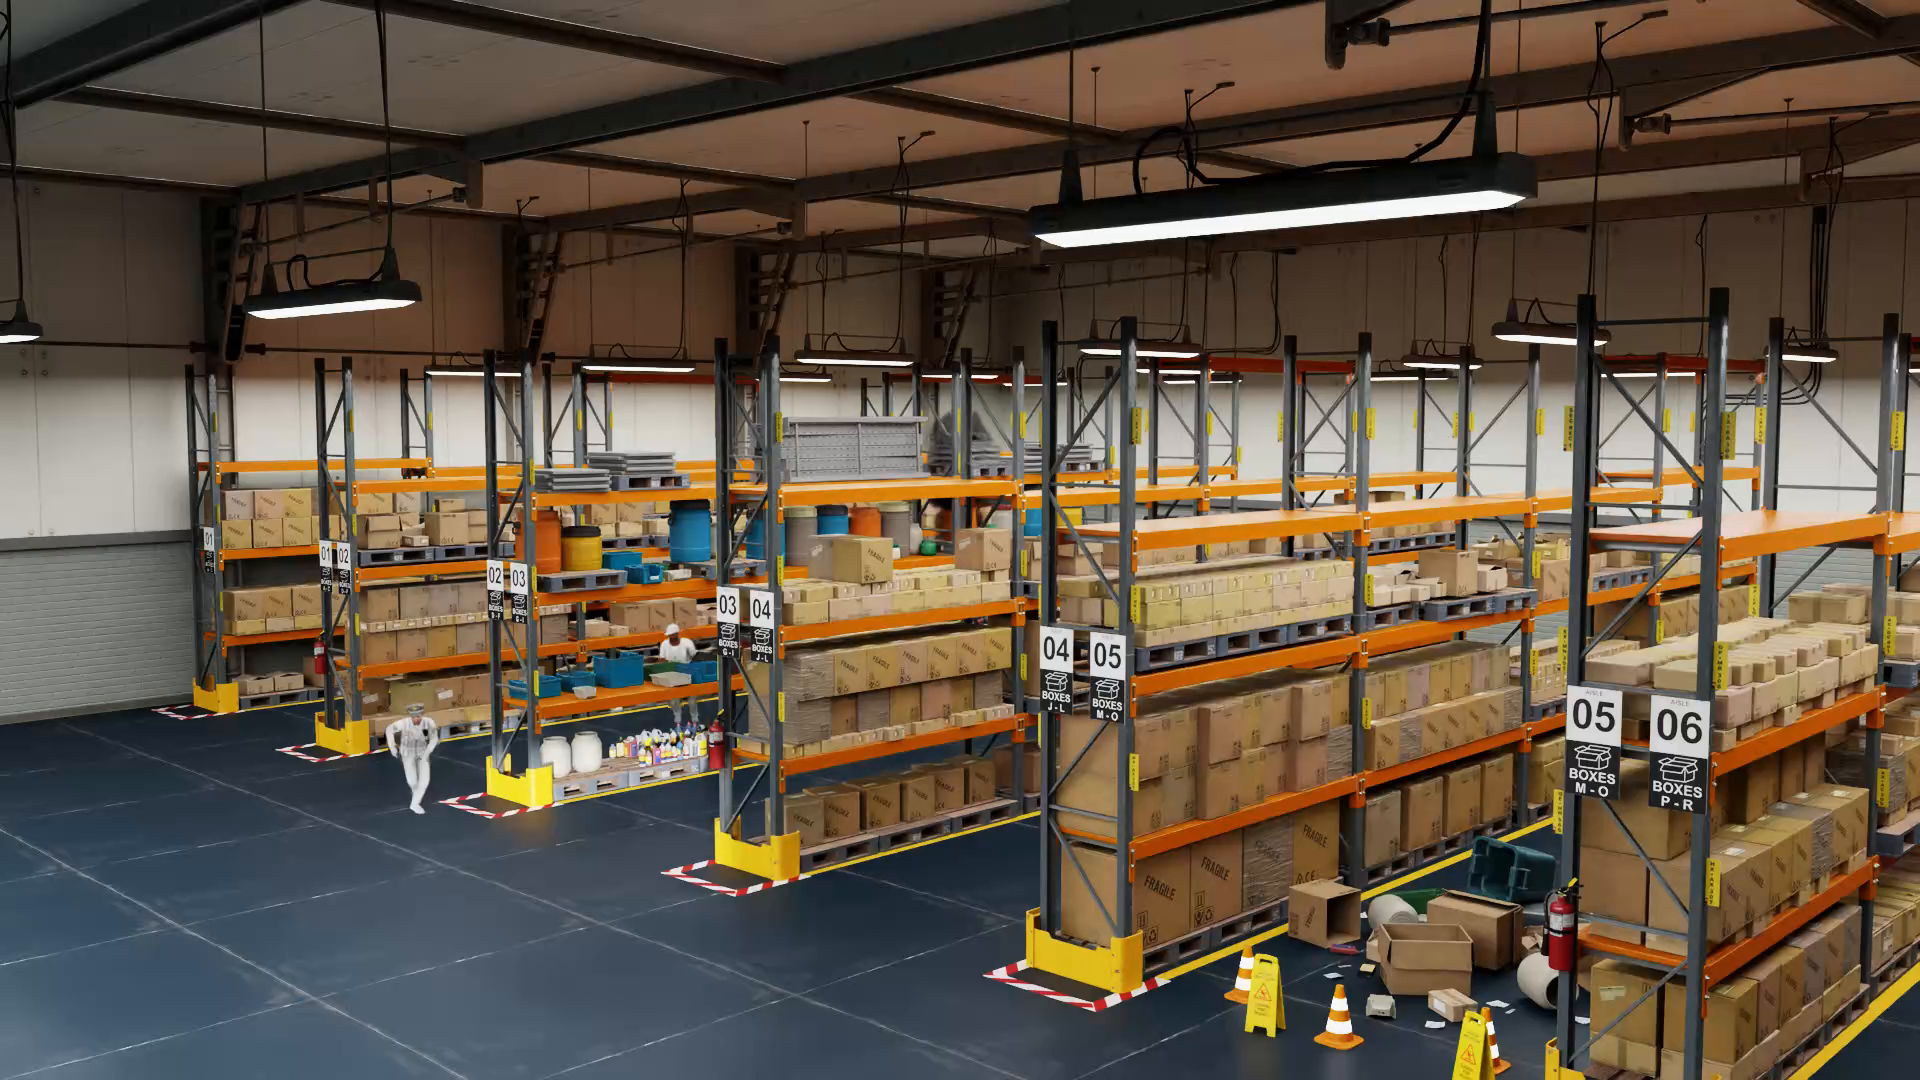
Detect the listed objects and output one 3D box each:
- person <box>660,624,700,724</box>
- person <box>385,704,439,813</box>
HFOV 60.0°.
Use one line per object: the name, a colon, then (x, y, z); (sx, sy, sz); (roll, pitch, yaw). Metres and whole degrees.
person: (-4.633, 2.209, 27.600); (0.701, 1.696, 0.620); (0, 4, -2)
person: (-7.034, 2.800, 21.365); (0.637, 1.484, 0.792); (-2, 5, -23)
